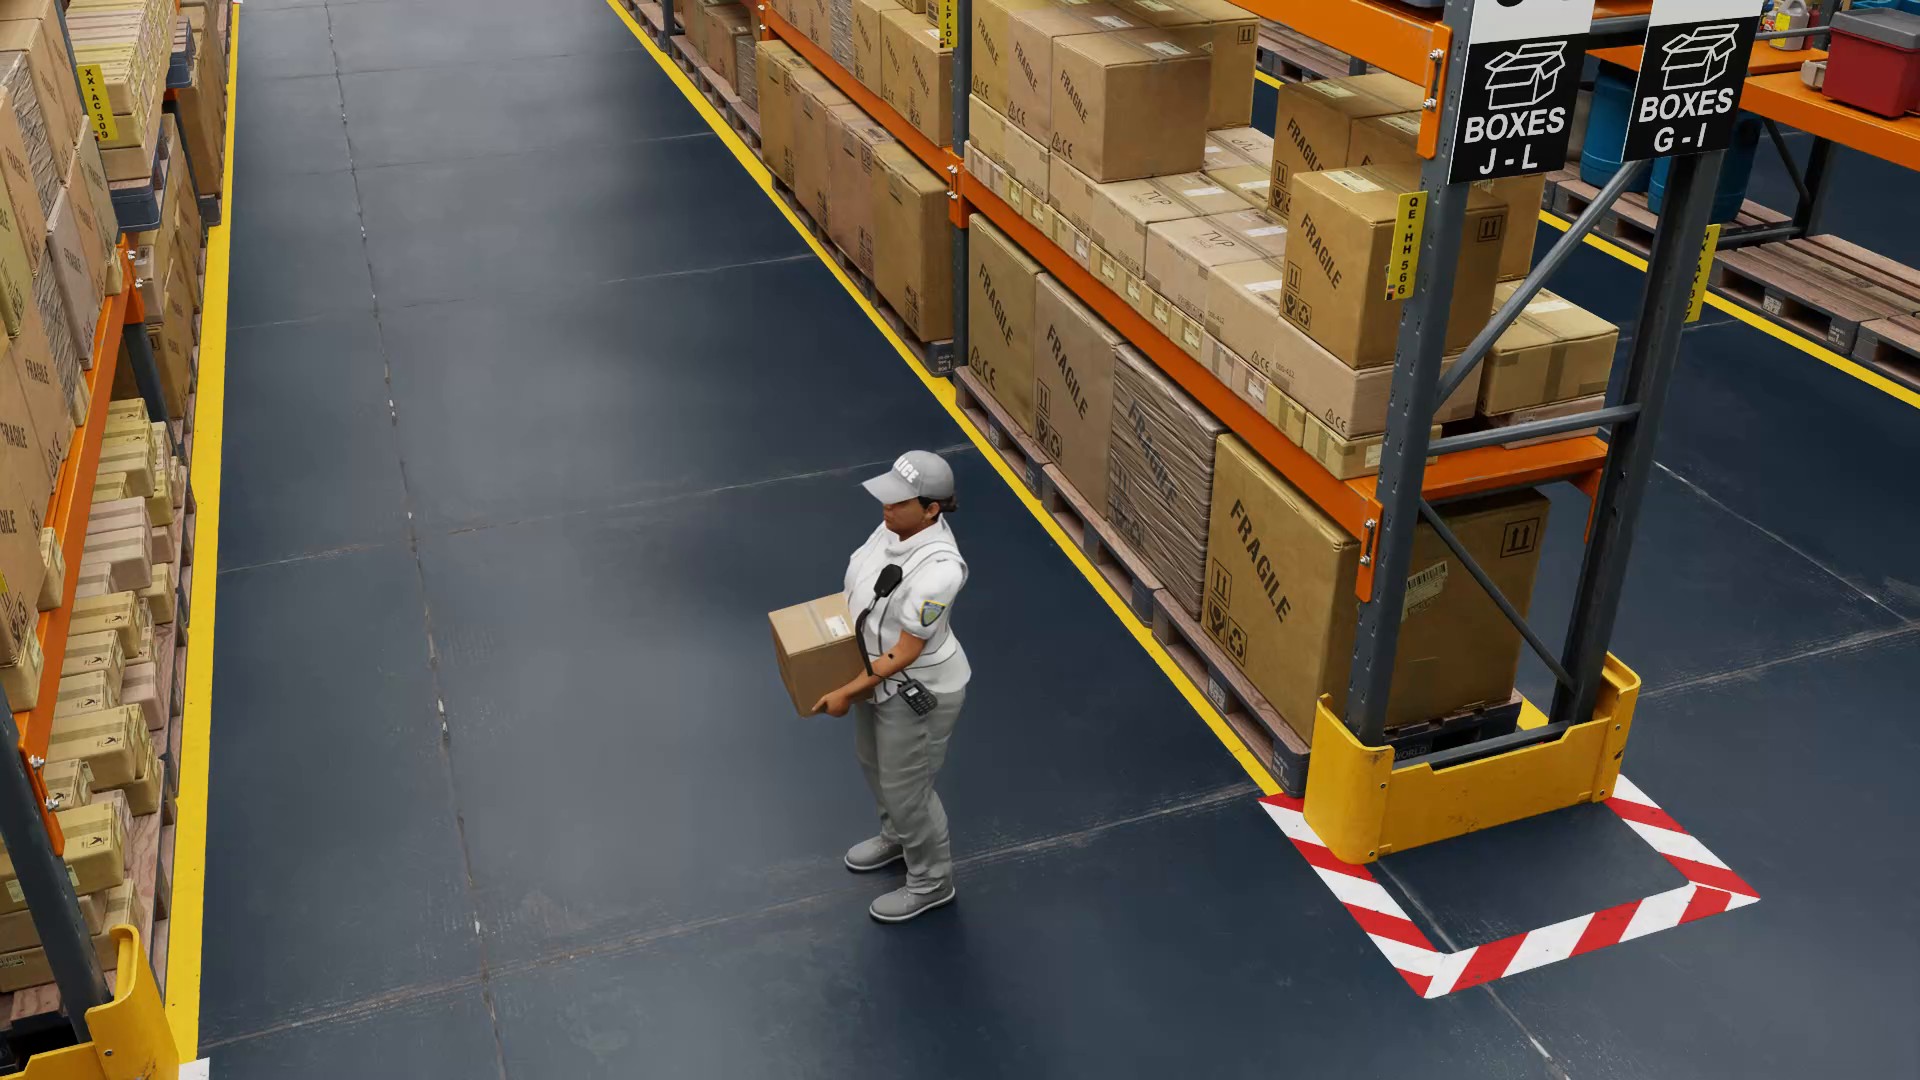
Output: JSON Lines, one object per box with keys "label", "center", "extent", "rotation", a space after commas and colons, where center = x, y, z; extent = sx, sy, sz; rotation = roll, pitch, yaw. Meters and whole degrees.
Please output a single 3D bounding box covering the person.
{"label": "person", "center": [-0.245, 0.473, 5.319], "extent": [0.535, 1.654, 0.452], "rotation": [-10, 32, -17]}
